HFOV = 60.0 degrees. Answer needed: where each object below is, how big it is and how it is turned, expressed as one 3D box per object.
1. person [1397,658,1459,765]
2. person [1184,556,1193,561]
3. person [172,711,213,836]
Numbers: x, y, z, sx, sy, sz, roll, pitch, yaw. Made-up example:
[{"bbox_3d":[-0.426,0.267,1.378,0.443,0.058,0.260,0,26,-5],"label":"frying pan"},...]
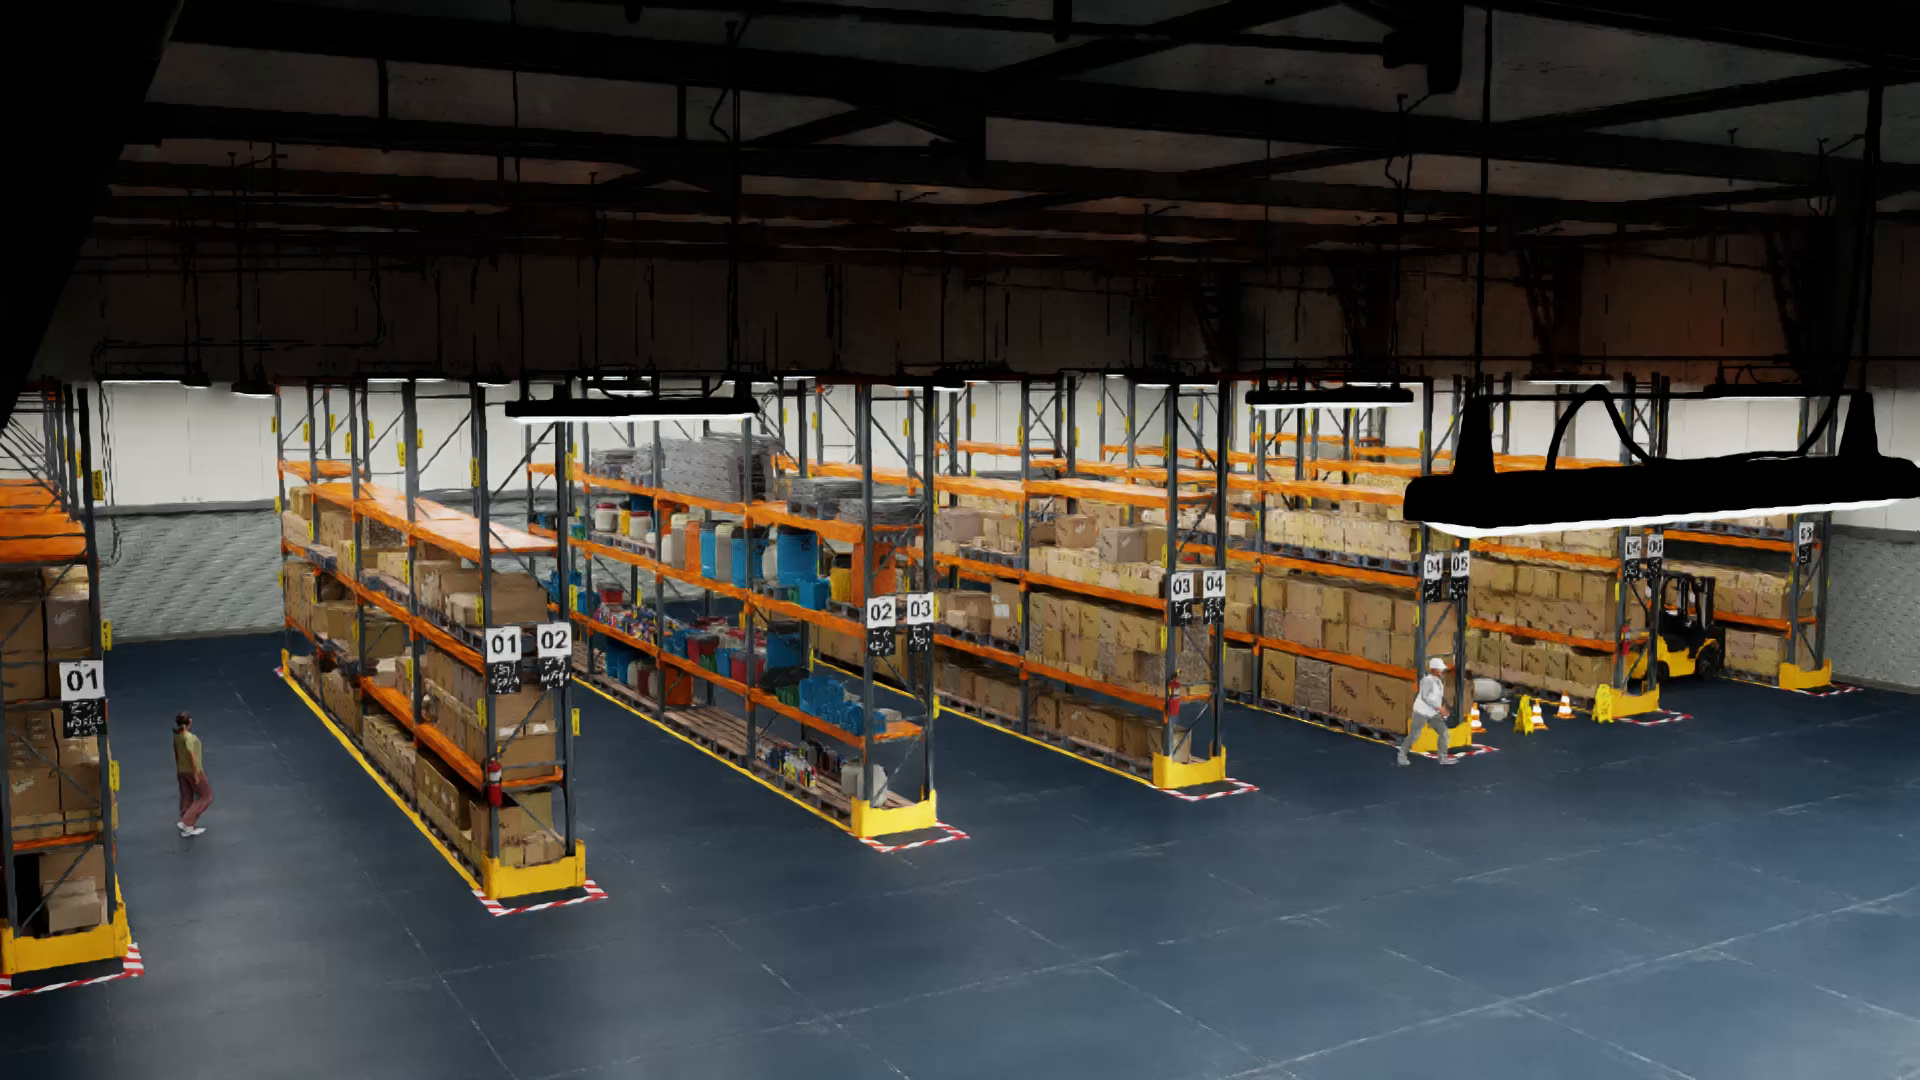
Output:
[{"bbox_3d":[7.256,2.652,25.809,0.825,1.710,0.688,6,8,42],"label":"person"},{"bbox_3d":[5.204,1.249,38.247,0.588,1.785,0.663,-1,6,-11],"label":"person"},{"bbox_3d":[-10.197,3.083,22.002,0.492,1.644,0.413,4,8,34],"label":"person"}]
